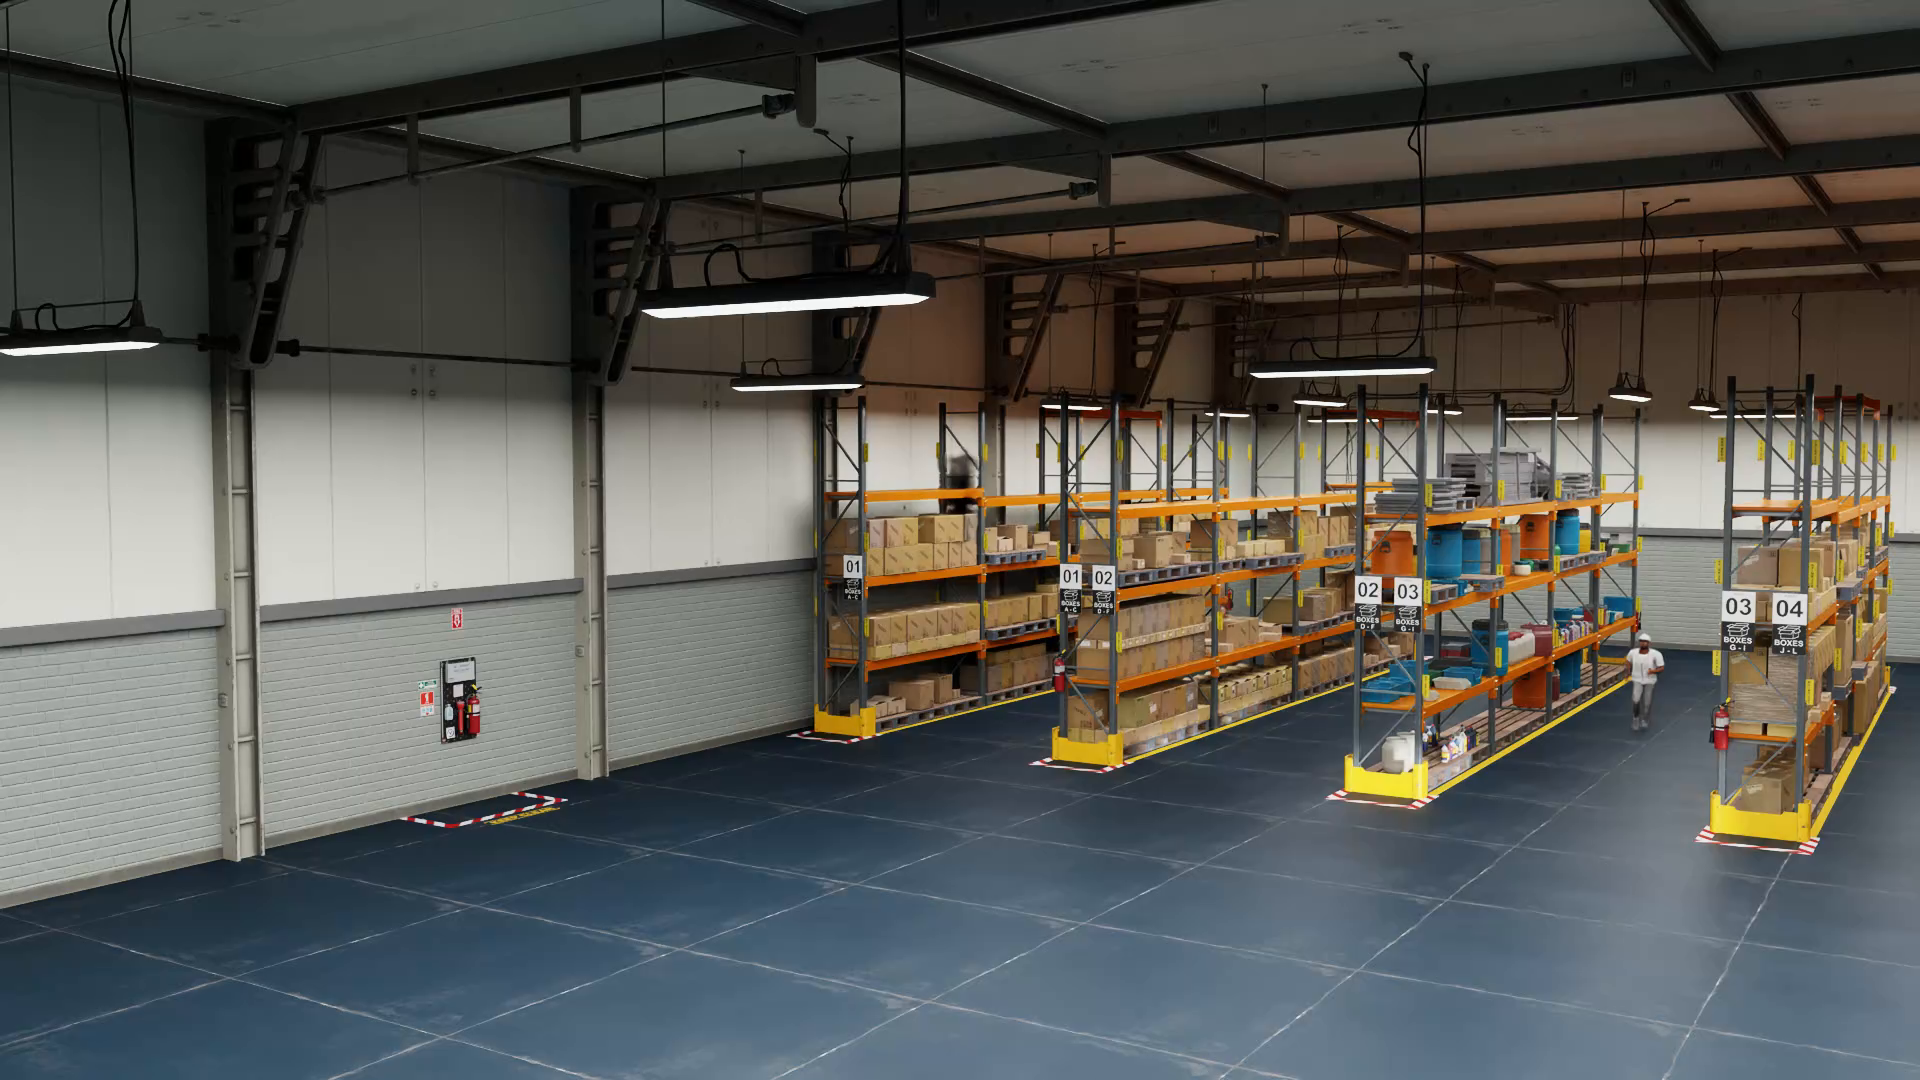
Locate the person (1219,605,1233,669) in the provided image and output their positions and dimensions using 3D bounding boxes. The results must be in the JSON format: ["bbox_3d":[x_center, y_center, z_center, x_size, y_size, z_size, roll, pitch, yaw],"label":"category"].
[{"bbox_3d":[5.886,2.240,36.997,0.578,1.643,0.938,1,3,18],"label":"person"}]

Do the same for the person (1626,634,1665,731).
[{"bbox_3d":[12.260,2.556,29.799,0.667,1.754,0.692,2,3,27],"label":"person"}]
